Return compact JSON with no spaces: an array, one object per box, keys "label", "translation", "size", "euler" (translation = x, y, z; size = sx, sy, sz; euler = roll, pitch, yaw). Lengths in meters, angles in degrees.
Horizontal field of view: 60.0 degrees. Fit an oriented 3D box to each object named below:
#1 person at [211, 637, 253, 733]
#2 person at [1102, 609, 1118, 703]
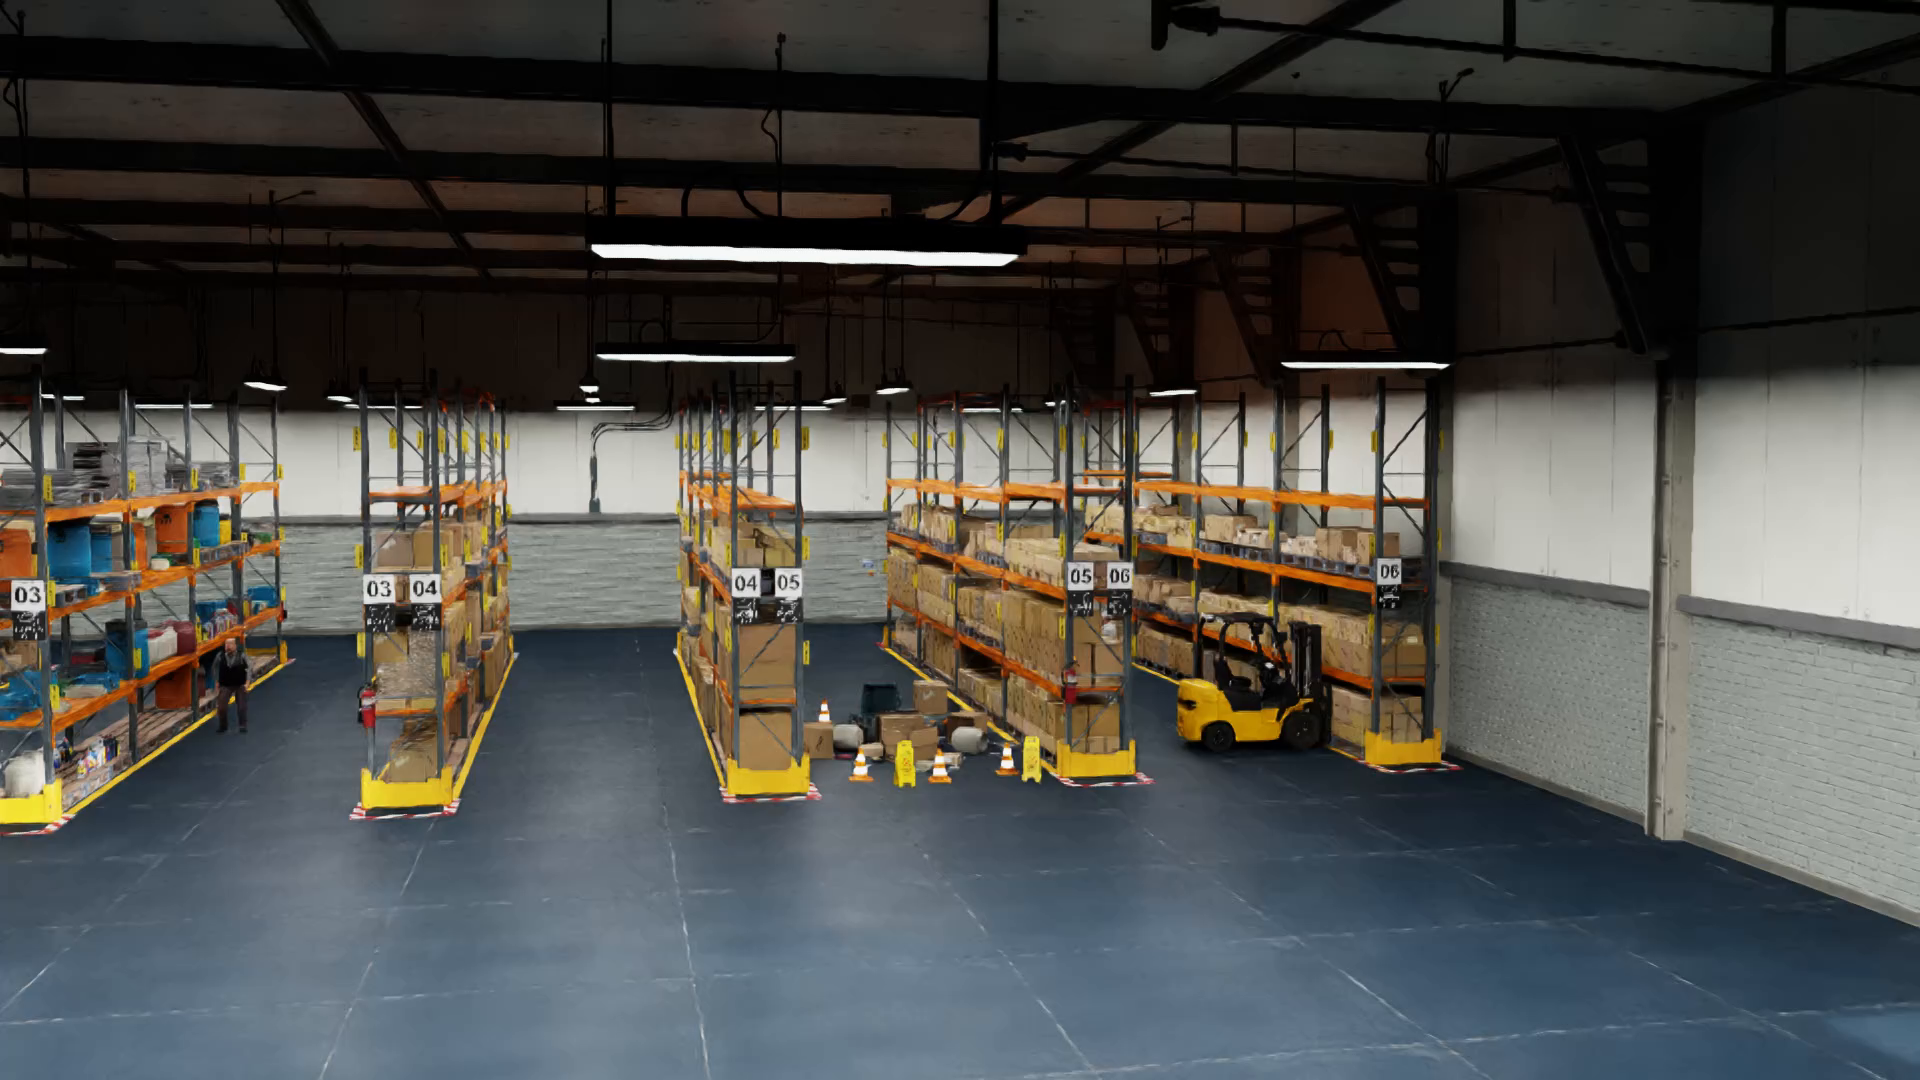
[{"label":"person","translation":[-12.425,2.483,28.402],"size":[0.677,1.674,0.534],"euler":[-1,4,-14]},{"label":"person","translation":[2.766,2.212,31.650],"size":[0.569,1.786,0.653],"euler":[1,4,18]}]
